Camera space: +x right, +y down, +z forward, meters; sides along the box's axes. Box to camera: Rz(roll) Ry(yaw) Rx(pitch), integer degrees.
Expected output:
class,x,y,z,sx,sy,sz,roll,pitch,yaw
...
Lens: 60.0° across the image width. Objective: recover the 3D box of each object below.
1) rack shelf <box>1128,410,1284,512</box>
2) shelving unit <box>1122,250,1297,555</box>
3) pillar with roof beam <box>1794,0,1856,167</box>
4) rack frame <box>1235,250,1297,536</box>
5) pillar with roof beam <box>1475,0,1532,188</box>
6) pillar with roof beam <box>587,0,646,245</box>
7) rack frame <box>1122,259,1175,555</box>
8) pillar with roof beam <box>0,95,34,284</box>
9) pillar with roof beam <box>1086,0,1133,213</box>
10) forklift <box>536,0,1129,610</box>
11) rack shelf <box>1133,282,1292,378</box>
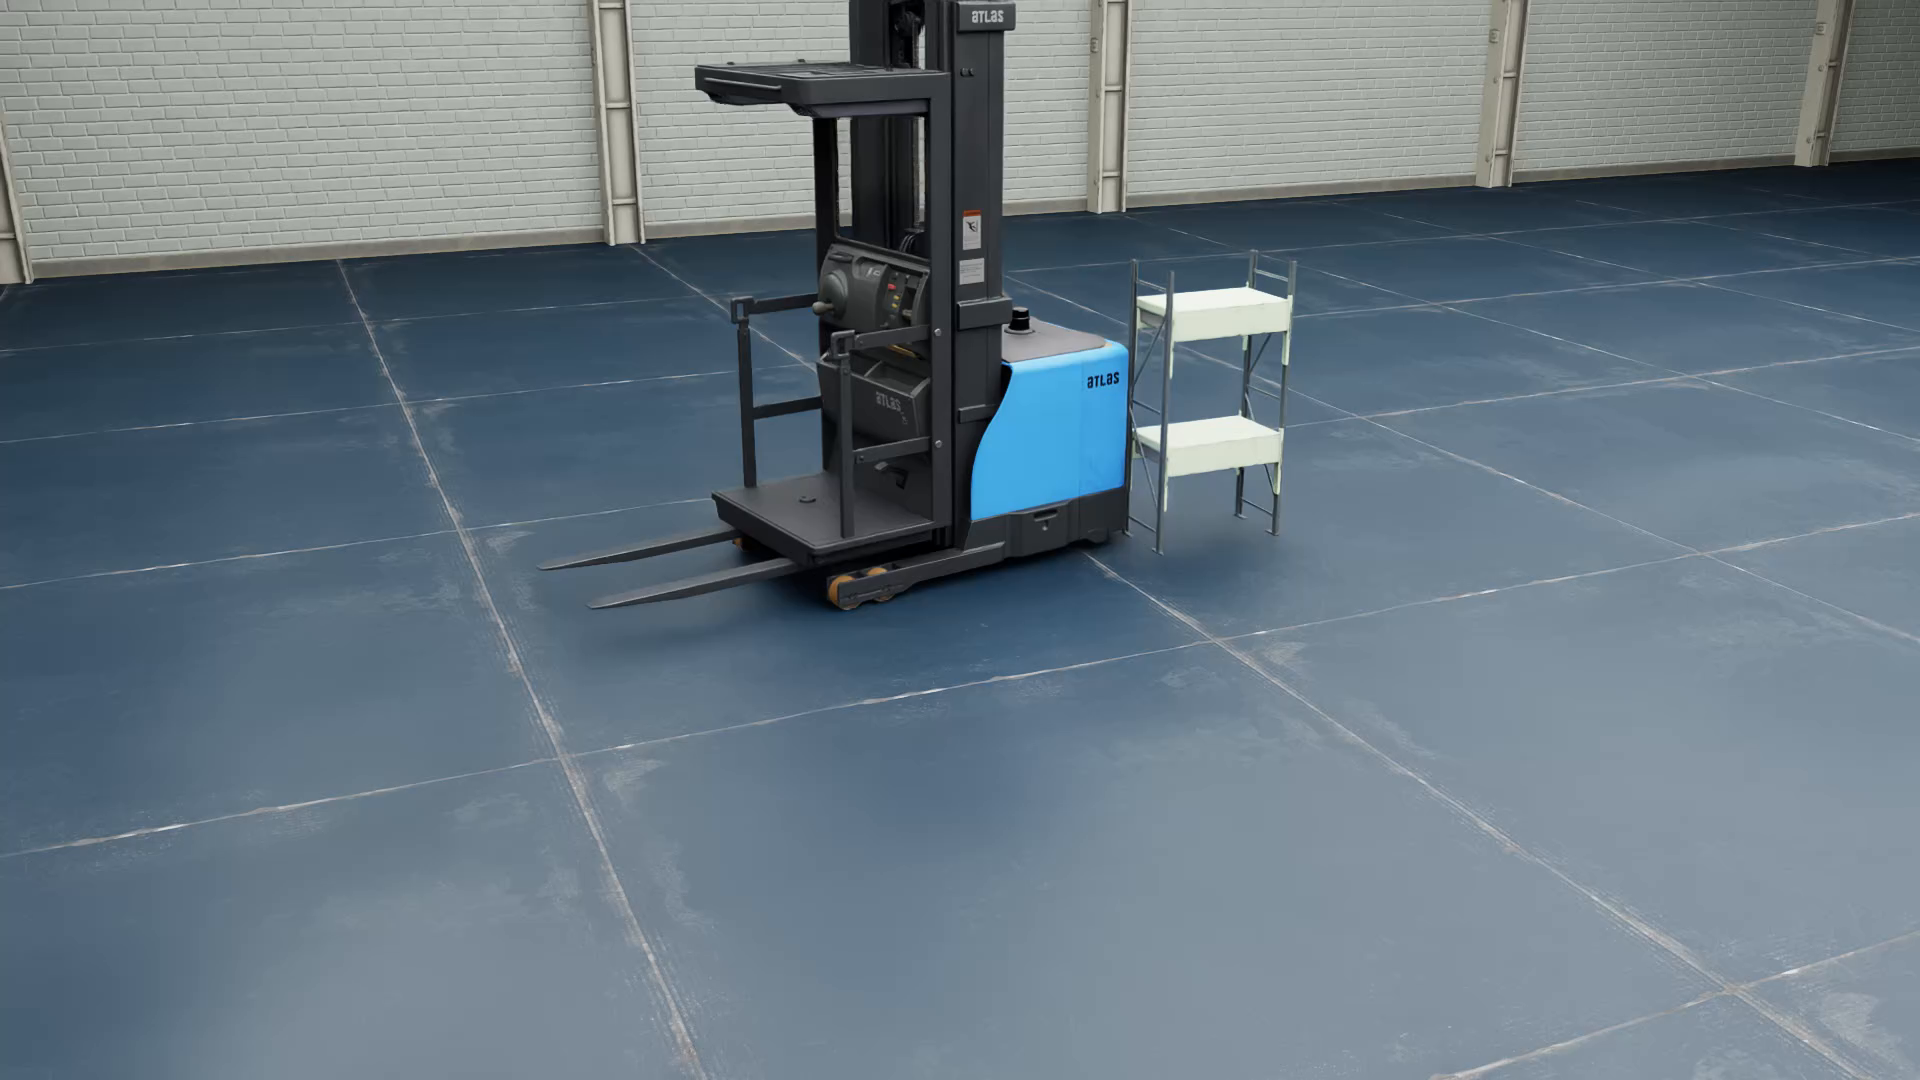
class,x,y,z,sx,sy,sz,roll,pitch,yaw
rack shelf,1.316,-0.434,8.979,0.720,0.370,0.431,-8,21,-23
shelving unit,1.316,-0.742,8.871,0.755,1.500,0.431,-8,21,-23
pillar with roof beam,14.532,-8.588,19.864,0.400,9.000,9.100,-8,21,-22
rack frame,1.650,-0.791,9.011,0.023,1.500,0.400,-8,21,-23
pillar with roof beam,9.023,-7.799,17.622,0.400,9.000,9.100,-8,21,-22
pillar with roof beam,-1.996,-6.220,13.139,0.400,9.000,9.100,-8,21,-22
rack frame,0.982,-0.692,8.730,0.023,1.500,0.400,-8,21,-23
pillar with roof beam,-7.505,-5.431,10.897,0.400,9.000,9.100,-8,21,-22
pillar with roof beam,3.513,-7.010,15.381,0.400,9.000,9.100,-8,21,-22
forklift,-0.604,-1.241,8.134,3.031,2.935,1.130,-13,23,-32
rack shelf,1.316,-1.110,8.741,0.720,0.370,0.431,-8,21,-23
